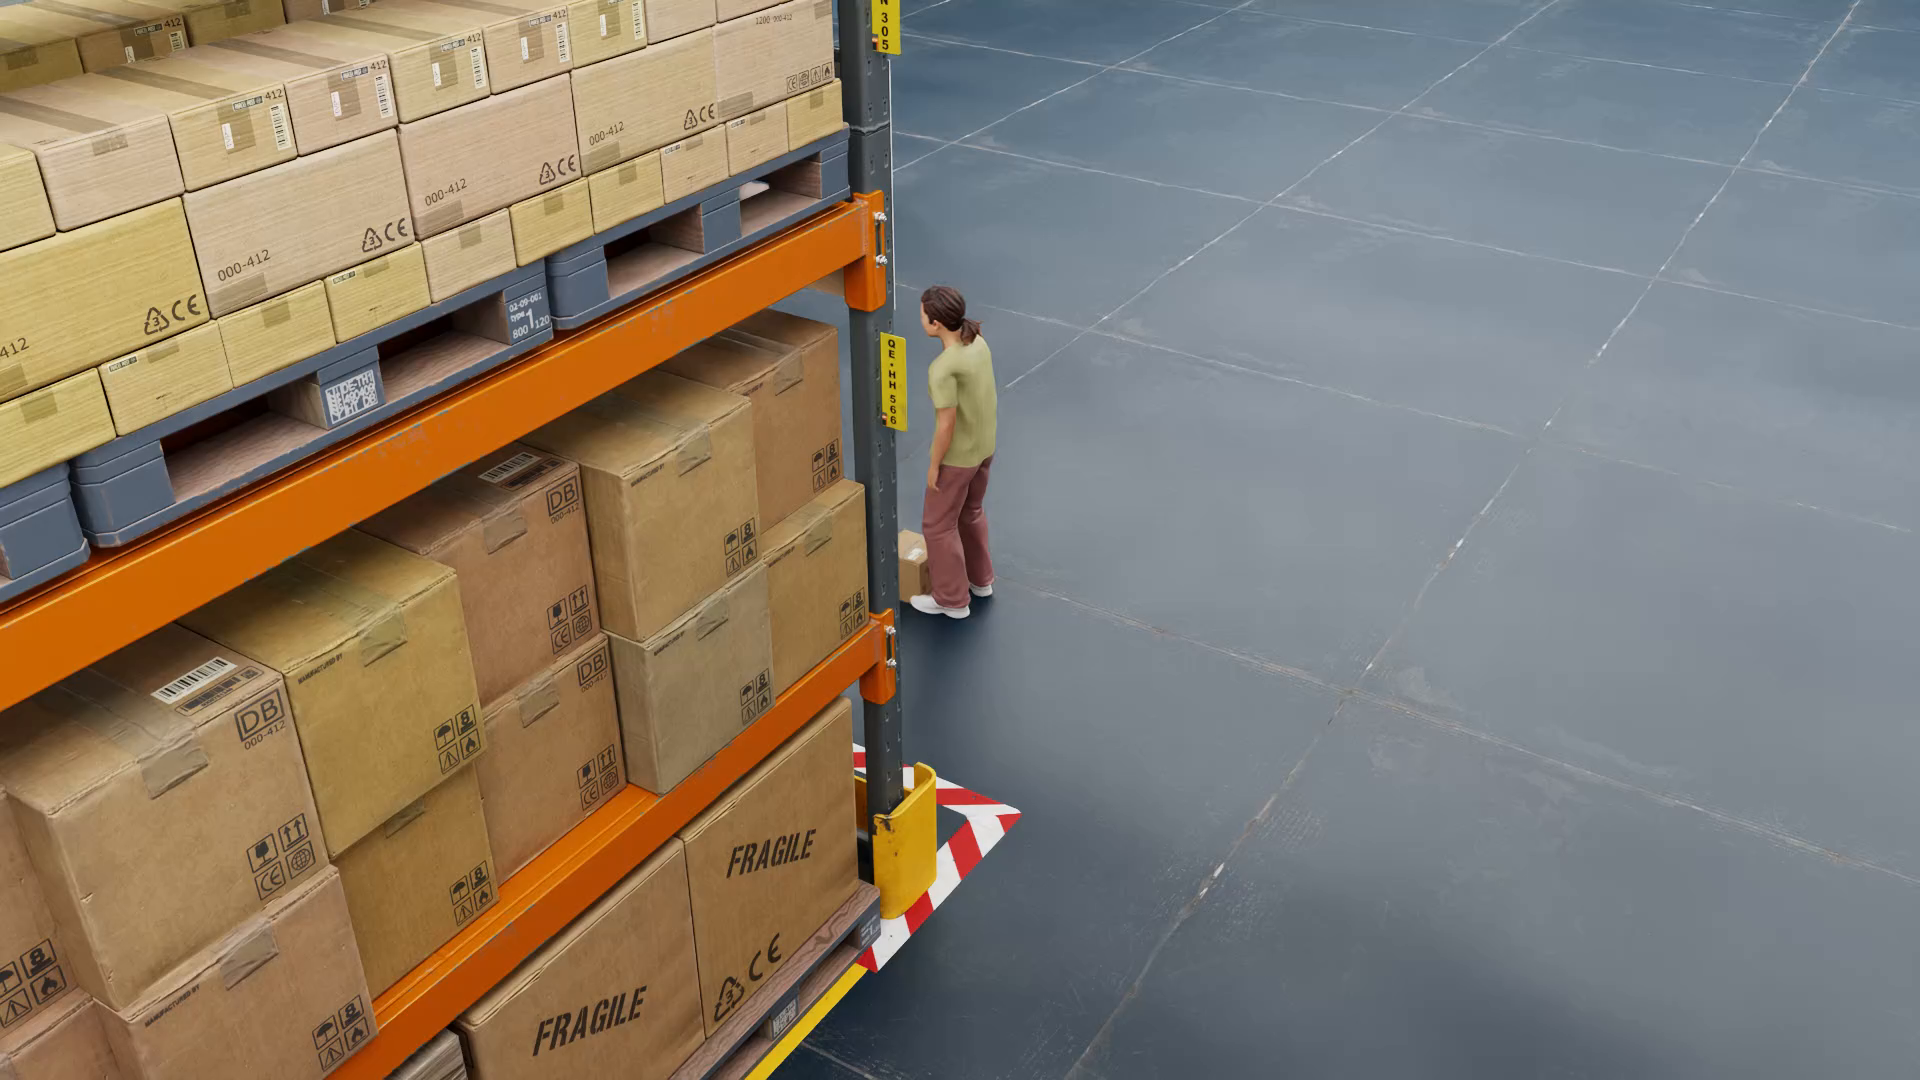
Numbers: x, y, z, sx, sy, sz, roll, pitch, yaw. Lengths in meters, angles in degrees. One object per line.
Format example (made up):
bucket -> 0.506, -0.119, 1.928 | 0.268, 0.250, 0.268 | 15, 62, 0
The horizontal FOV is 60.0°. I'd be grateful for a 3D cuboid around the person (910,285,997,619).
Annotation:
person -> -0.030, -0.411, 7.829 | 0.349, 1.672, 0.499 | 16, 34, 25
